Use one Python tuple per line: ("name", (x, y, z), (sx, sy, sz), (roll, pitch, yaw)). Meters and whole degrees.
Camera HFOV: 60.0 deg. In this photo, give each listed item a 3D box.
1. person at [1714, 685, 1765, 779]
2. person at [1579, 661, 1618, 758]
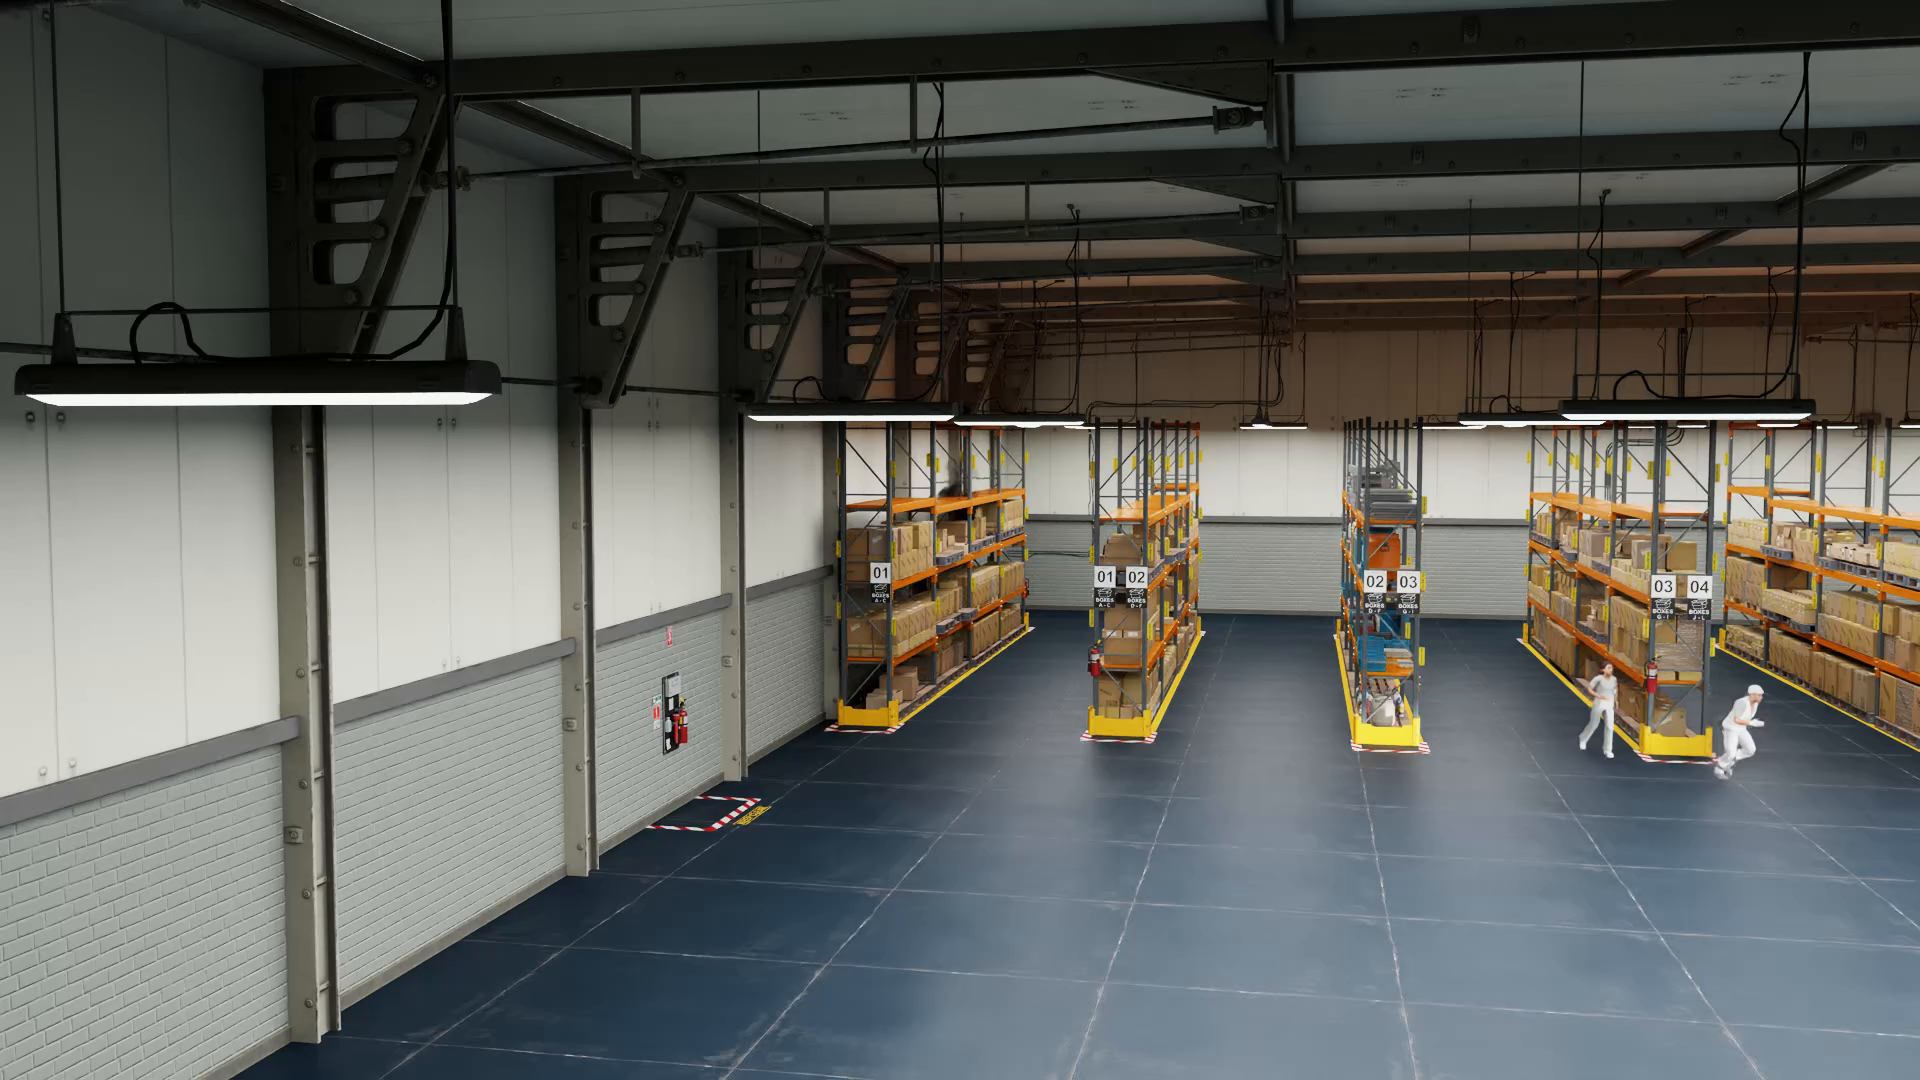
("person", (12.809, 3.143, 27.230), (0.696, 1.618, 0.890), (-3, 4, -34))
("person", (11.421, 2.961, 29.437), (0.613, 1.637, 1.002), (0, 4, -3))
